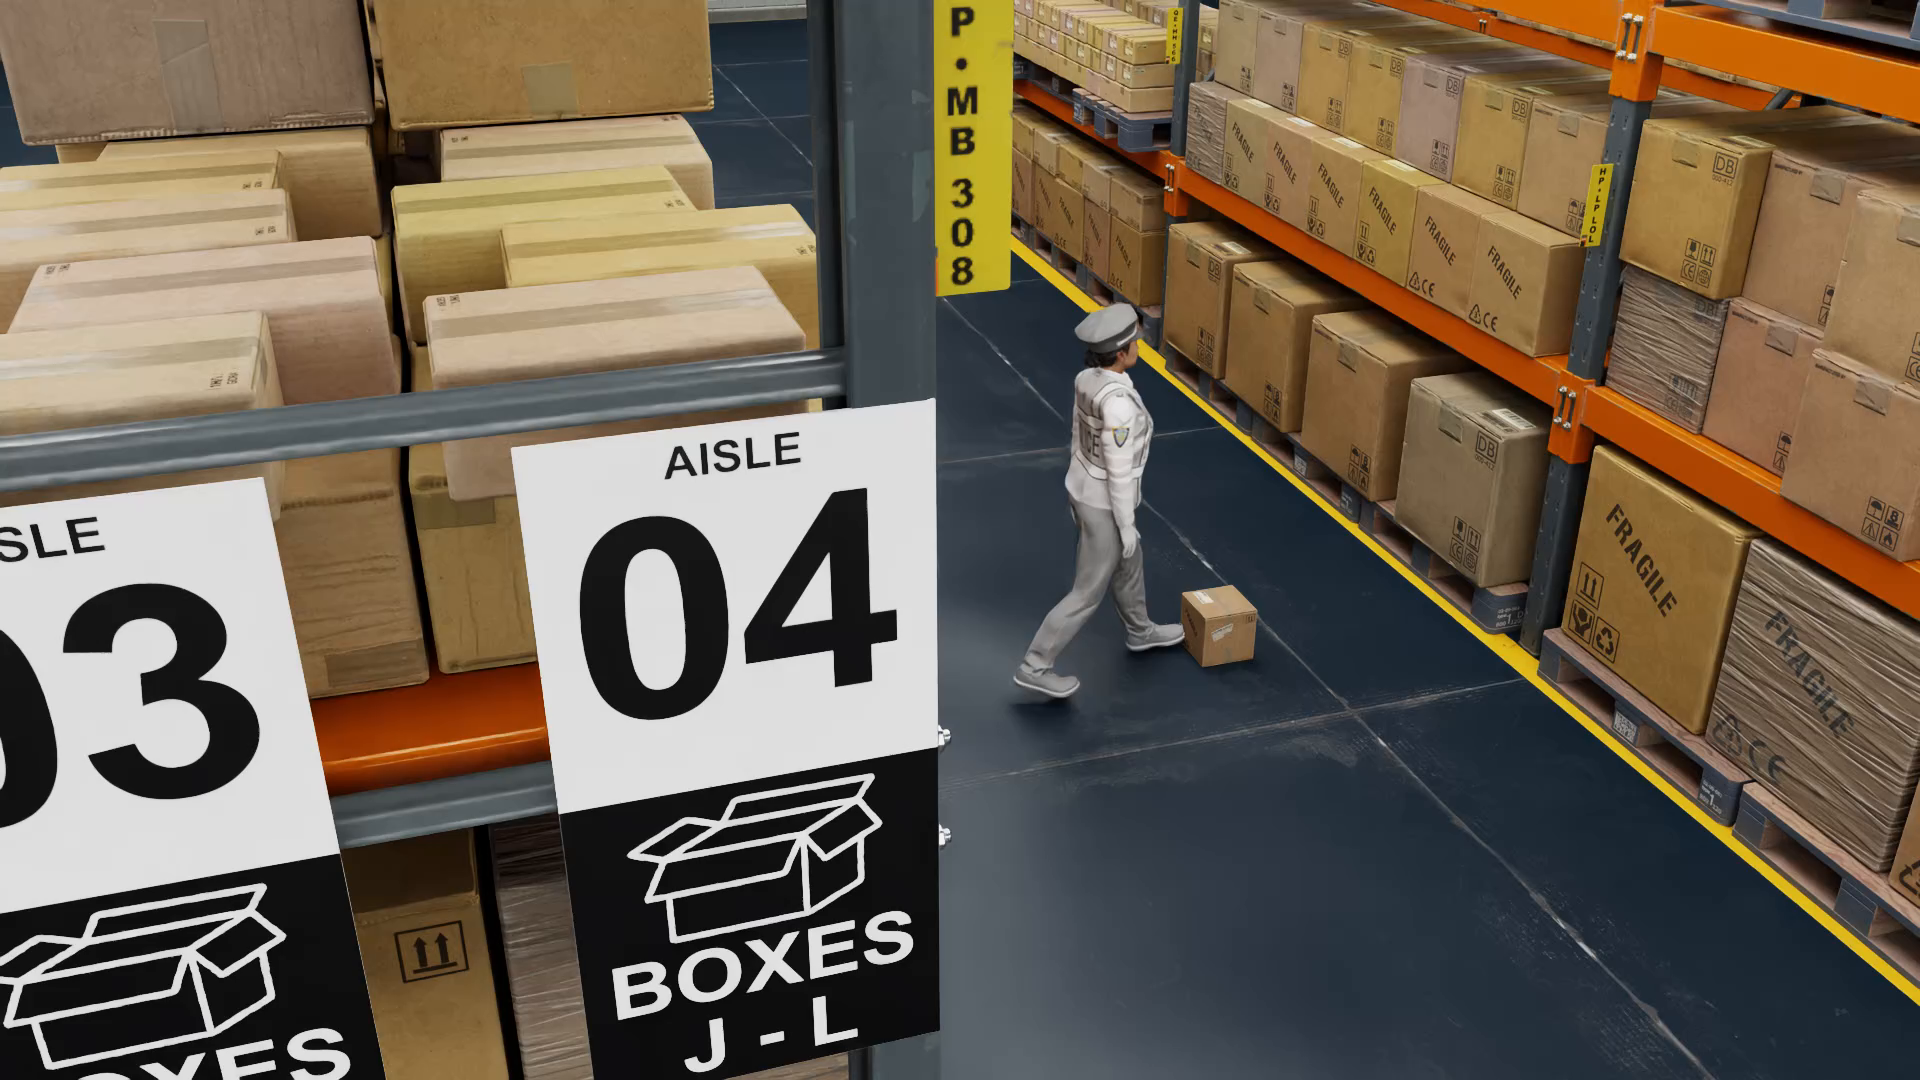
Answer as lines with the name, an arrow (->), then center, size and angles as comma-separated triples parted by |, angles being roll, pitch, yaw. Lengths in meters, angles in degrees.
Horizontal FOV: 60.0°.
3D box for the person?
person -> 0.558, -0.190, 6.898 | 0.703, 1.601, 0.488 | -6, 27, -11
